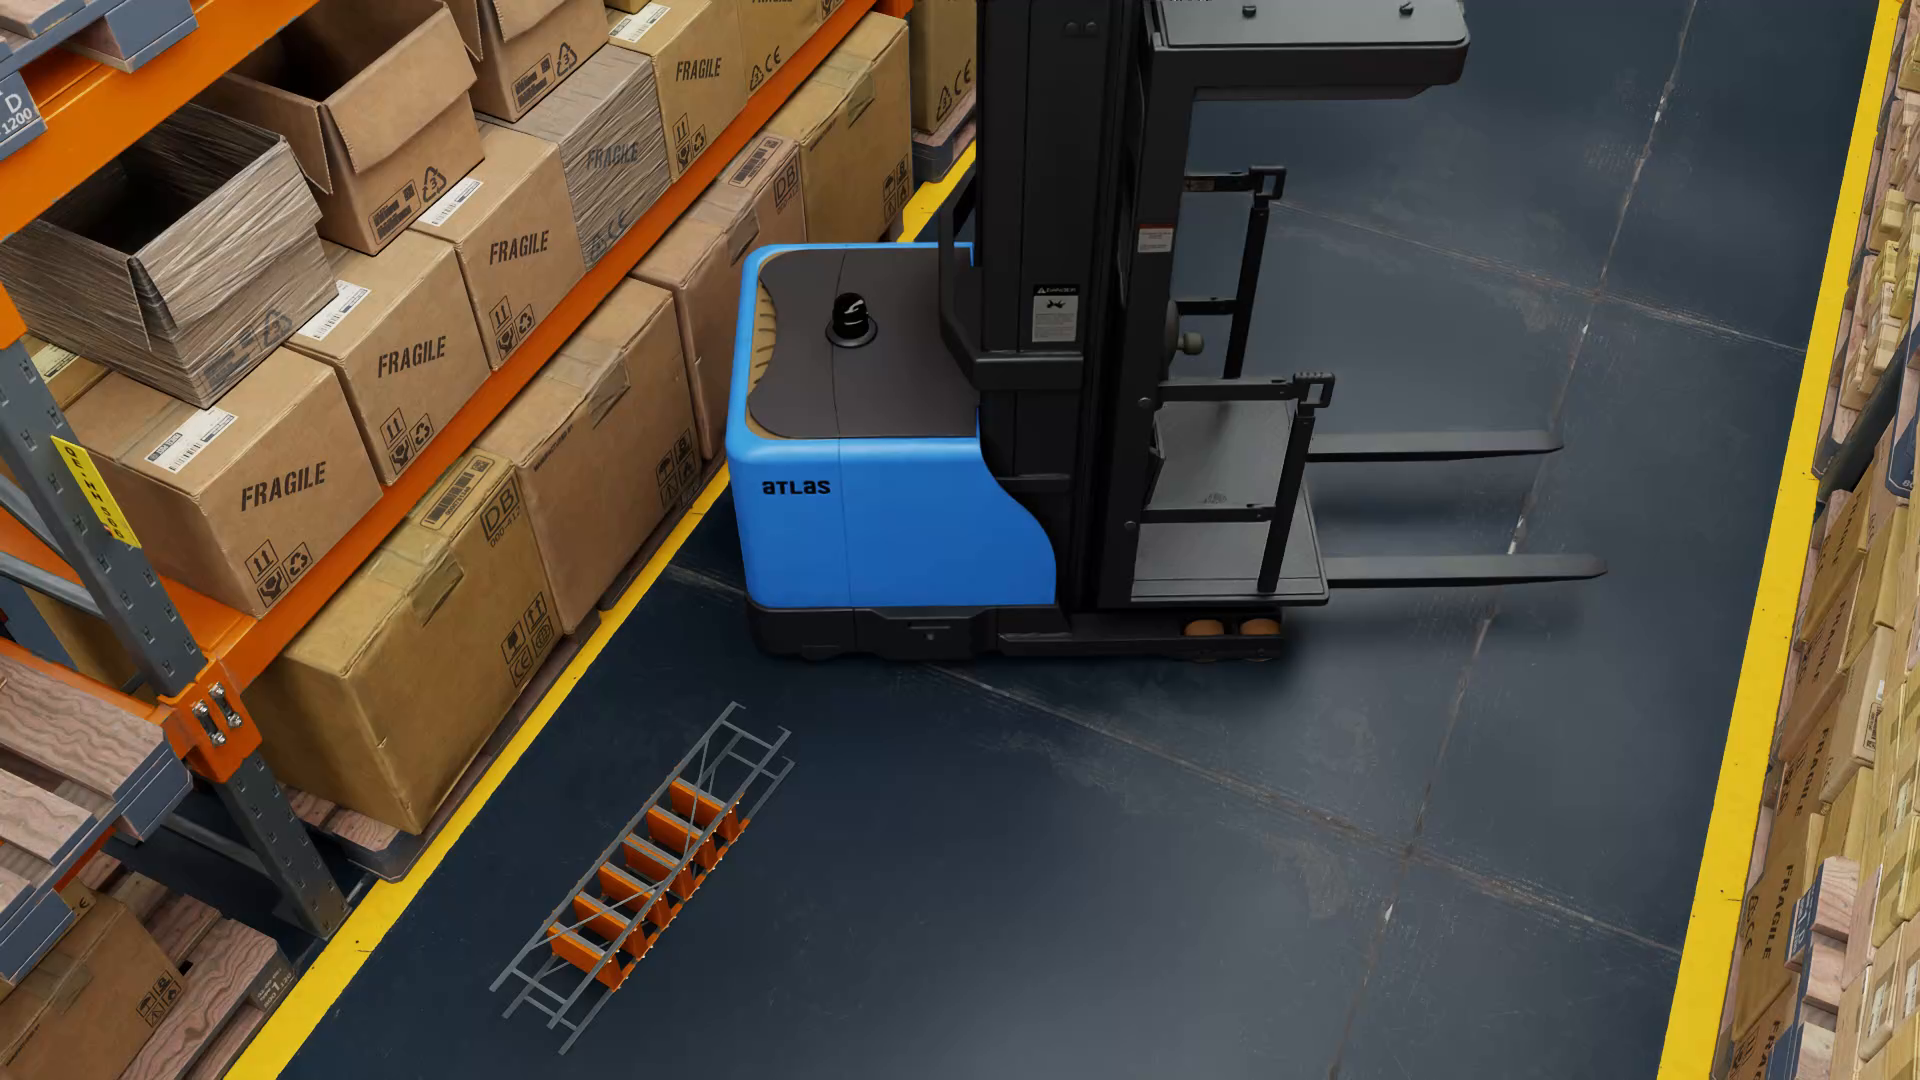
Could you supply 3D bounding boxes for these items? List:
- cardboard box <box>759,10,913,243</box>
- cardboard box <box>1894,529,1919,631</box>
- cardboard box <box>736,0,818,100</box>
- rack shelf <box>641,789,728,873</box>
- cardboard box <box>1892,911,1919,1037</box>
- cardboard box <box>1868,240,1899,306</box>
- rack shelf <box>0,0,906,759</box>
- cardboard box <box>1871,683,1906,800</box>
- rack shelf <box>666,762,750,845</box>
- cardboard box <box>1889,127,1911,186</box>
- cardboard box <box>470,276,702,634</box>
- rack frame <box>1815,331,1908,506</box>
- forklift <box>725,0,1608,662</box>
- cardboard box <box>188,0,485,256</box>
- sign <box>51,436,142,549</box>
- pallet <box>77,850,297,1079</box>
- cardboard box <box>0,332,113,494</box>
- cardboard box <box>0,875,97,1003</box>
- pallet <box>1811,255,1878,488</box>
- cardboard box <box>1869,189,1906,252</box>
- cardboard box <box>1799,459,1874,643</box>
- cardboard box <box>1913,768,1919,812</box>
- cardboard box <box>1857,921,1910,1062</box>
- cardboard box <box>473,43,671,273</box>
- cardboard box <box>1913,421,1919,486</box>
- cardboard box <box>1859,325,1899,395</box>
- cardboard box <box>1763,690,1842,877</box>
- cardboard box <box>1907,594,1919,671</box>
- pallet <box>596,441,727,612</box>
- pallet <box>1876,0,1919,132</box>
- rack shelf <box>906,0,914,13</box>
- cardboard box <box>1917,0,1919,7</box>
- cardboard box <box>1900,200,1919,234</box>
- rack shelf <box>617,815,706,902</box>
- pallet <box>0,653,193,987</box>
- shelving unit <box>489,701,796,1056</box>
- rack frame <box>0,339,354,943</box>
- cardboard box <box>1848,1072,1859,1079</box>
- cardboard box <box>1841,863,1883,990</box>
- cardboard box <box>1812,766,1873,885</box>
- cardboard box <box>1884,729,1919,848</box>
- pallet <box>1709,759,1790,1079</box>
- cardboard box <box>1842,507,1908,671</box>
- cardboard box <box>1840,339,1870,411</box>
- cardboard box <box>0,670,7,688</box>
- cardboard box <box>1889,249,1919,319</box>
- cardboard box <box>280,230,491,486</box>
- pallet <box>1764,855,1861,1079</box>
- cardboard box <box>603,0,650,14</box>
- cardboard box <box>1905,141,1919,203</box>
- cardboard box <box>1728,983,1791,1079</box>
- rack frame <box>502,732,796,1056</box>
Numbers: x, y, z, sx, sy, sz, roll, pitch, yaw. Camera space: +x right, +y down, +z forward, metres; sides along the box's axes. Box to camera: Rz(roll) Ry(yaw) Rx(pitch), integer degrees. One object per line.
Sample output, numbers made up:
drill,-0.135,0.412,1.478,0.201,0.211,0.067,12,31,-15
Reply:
cardboard box,-0.941,-1.677,6.827,1.225,0.875,0.875,20,52,16
cardboard box,2.508,0.147,4.045,0.380,0.149,0.250,18,52,14
cardboard box,-0.857,-1.960,5.883,0.500,0.500,0.500,21,53,17
rack shelf,-0.882,0.928,5.333,0.258,0.180,0.103,25,54,20
cardboard box,1.951,0.854,3.052,0.380,0.149,0.250,19,52,16
cardboard box,3.805,-1.003,6.535,0.380,0.149,0.250,18,52,15
rack shelf,-1.541,-1.067,5.661,1.077,0.370,4.000,20,52,16
cardboard box,2.282,0.513,3.733,0.380,0.149,0.250,18,52,15
rack shelf,-0.819,0.850,5.400,0.258,0.180,0.103,25,54,20
cardboard box,4.302,-1.634,7.267,0.380,0.149,0.250,20,52,16
cardboard box,-1.694,-0.450,5.783,1.225,0.875,0.875,20,52,16
rack frame,3.755,-0.994,5.126,1.000,3.000,0.127,20,52,16
forklift,0.765,-0.925,5.112,3.031,2.935,1.130,-1,50,-1
cardboard box,-1.787,-1.226,4.600,0.797,0.503,0.637,21,53,17
sign,-1.900,-0.102,3.659,0.100,0.325,0.005,20,52,16
pallet,-2.730,1.519,4.819,1.003,0.211,1.213,20,52,16
cardboard box,-2.408,-0.376,4.534,0.500,0.500,0.500,21,53,17
cardboard box,-2.654,0.973,4.313,0.500,0.250,0.500,22,53,18
pallet,4.010,-0.564,6.591,1.003,0.211,1.213,20,52,16
cardboard box,4.057,-1.300,6.982,0.380,0.149,0.250,20,52,16
cardboard box,3.200,0.103,5.559,0.500,0.500,0.500,22,53,17
cardboard box,2.173,0.489,3.363,0.380,0.149,0.250,21,53,17
cardboard box,1.958,0.937,3.177,0.380,0.149,0.250,22,53,17
cardboard box,-1.292,-1.255,5.282,0.500,0.500,0.500,20,52,16
cardboard box,2.731,-0.215,4.353,0.380,0.149,0.250,18,52,15
cardboard box,3.602,-0.623,6.211,0.380,0.149,0.250,21,53,17
cardboard box,2.764,0.833,4.937,0.500,0.500,0.500,21,53,17
cardboard box,2.395,0.232,3.777,0.380,0.149,0.250,21,53,17
pallet,-1.468,-0.374,6.430,1.003,0.211,1.213,20,52,16
pallet,5.053,-2.244,8.021,1.003,0.211,1.213,20,52,16
rack shelf,0.168,-3.821,8.004,1.077,0.370,4.000,20,52,16
cardboard box,4.951,-2.704,8.177,0.380,0.149,0.250,21,53,17
cardboard box,4.092,-1.326,6.810,0.380,0.149,0.250,21,53,17
rack shelf,-0.945,1.006,5.267,0.258,0.180,0.103,25,54,20
pallet,-2.603,0.665,3.841,1.213,0.211,1.003,20,52,16
shelving unit,-0.968,1.035,5.242,0.258,0.189,1.200,25,54,20
rack frame,-2.395,0.077,4.215,1.000,3.000,0.127,20,52,16
cardboard box,1.842,1.217,3.134,0.380,0.149,0.250,21,53,17
cardboard box,2.059,0.869,3.430,0.380,0.149,0.250,21,53,17
cardboard box,2.539,0.939,4.354,0.500,0.250,0.500,21,53,17
cardboard box,2.176,0.583,3.478,0.380,0.149,0.250,20,52,16
pallet,2.904,1.290,5.014,1.003,0.211,1.213,20,52,16
cardboard box,2.975,0.228,4.960,0.500,0.250,0.500,21,53,17
cardboard box,3.615,-0.587,6.376,0.380,0.149,0.250,20,53,17
cardboard box,-2.590,0.294,3.689,0.500,0.500,0.500,14,51,12
cardboard box,3.745,-0.917,6.267,0.380,0.149,0.250,20,53,17
cardboard box,-1.723,-0.557,4.689,0.500,0.500,0.500,19,52,15
pallet,2.255,1.297,3.302,1.213,0.211,1.003,20,52,16
cardboard box,-1.255,-2.123,5.363,0.797,0.503,0.637,20,53,16
cardboard box,4.059,-1.461,6.729,0.380,0.149,0.250,17,52,14
cardboard box,2.316,1.540,4.336,0.500,0.500,0.500,22,53,18
rack frame,-0.968,1.094,5.312,0.240,0.006,1.200,25,54,20
